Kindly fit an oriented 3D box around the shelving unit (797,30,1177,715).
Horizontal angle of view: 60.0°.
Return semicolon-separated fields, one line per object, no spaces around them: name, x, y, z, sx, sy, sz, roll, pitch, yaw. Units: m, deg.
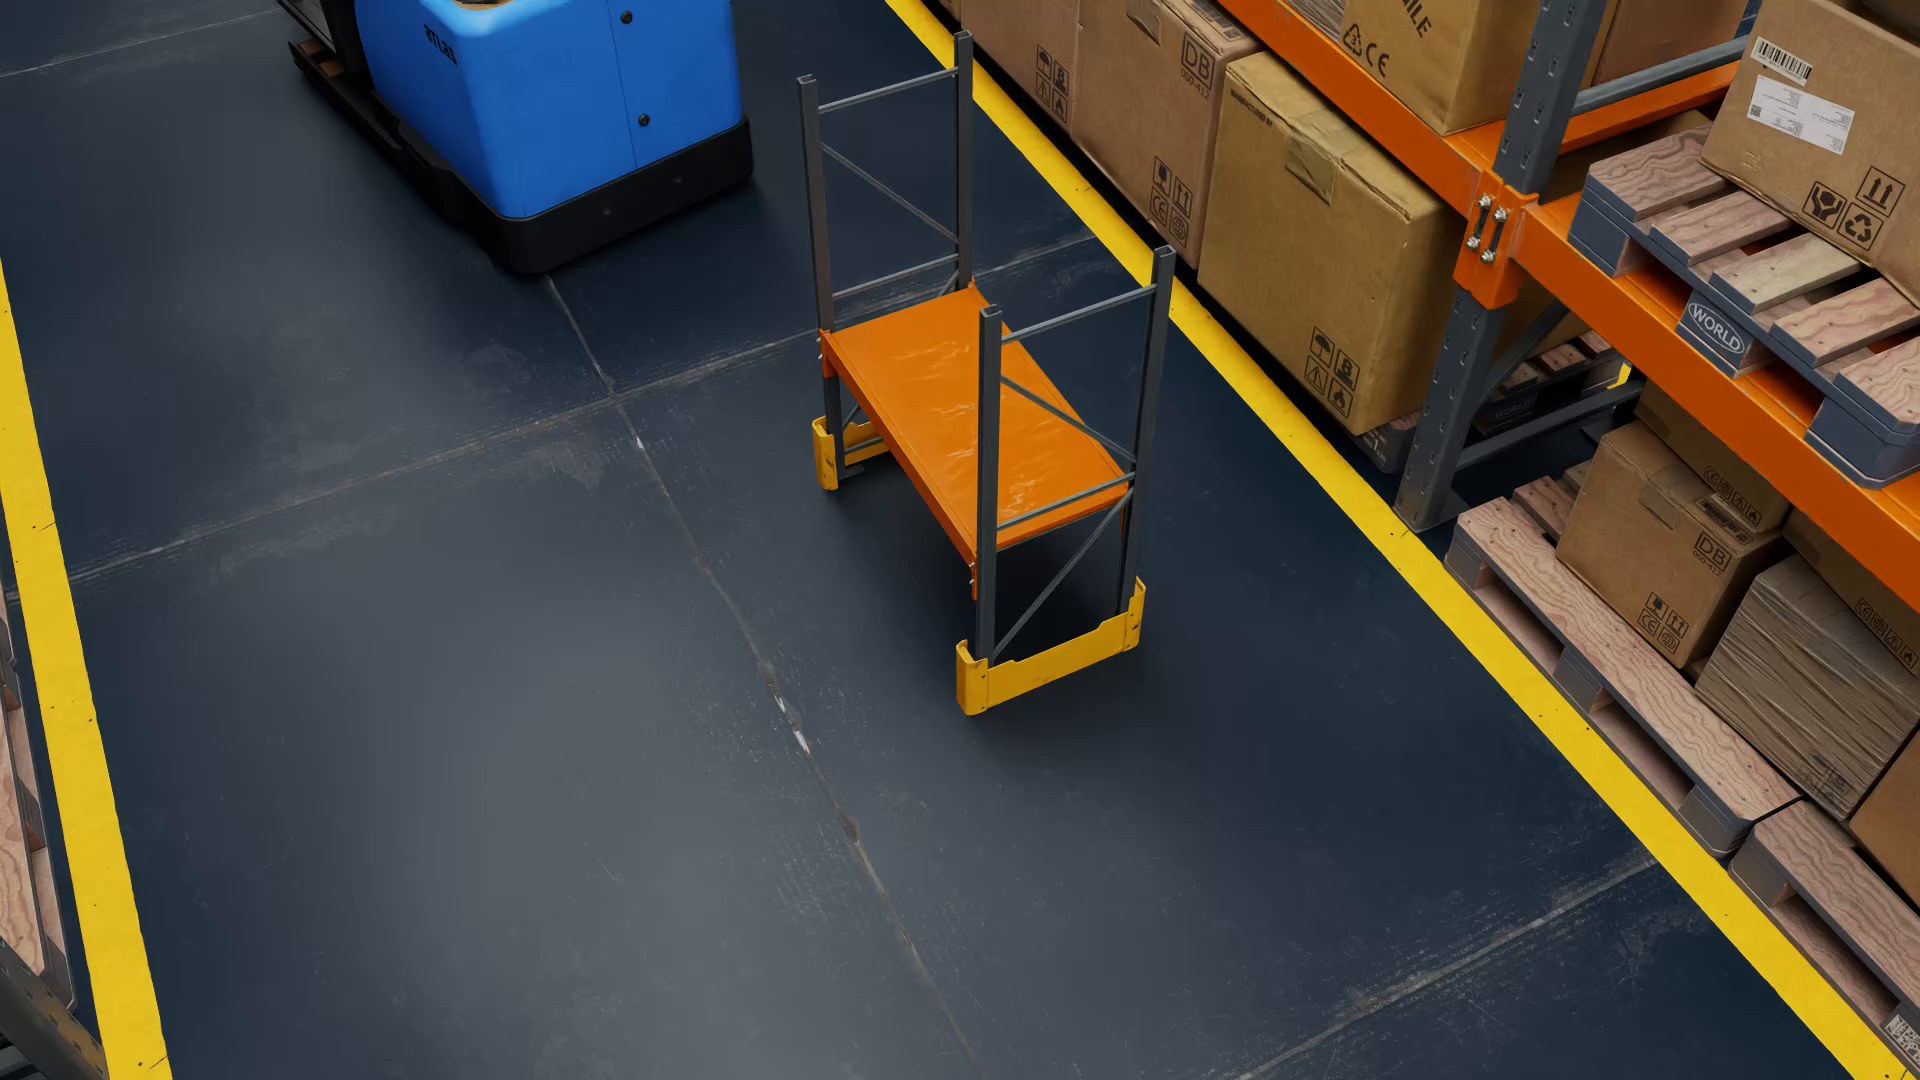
shelving unit;0.035;-0.443;4.641;0.587;1.500;1.083;-21;52;-18

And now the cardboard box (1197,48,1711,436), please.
cardboard box;1.559;-1.121;5.370;1.225;0.875;0.875;-23;53;-19

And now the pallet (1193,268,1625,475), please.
pallet;1.562;-0.849;5.852;1.003;0.211;1.213;-21;52;-18

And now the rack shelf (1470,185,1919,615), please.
rack shelf;2.771;0.362;3.418;1.077;0.370;4.000;-21;52;-18

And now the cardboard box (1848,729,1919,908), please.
cardboard box;2.711;0.650;4.057;0.700;0.500;0.500;-17;51;-15

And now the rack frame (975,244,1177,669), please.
rack frame;0.272;-0.096;4.338;0.500;1.500;0.032;-21;52;-18

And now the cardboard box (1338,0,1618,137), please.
cardboard box;1.410;-1.491;4.495;0.500;0.500;0.500;-20;52;-16

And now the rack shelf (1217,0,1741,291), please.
rack shelf;0.941;-2.315;5.760;1.077;0.370;4.000;-21;52;-18

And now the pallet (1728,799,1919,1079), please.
pallet;2.767;1.044;4.197;1.003;0.211;1.213;-21;52;-18

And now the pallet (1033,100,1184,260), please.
pallet;1.008;-1.664;6.565;1.003;0.211;1.213;-21;52;-18

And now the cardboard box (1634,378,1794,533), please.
cardboard box;2.189;-0.344;4.428;0.500;0.250;0.500;-19;52;-16

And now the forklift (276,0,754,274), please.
forklift;-2.111;-2.976;5.906;1.130;2.935;3.031;-31;56;-24

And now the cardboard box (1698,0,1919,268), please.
cardboard box;2.139;-1.037;3.819;0.500;0.500;0.500;-27;54;-22

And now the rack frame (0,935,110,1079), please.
rack frame;-2.548;0.493;2.826;1.000;3.000;0.127;-21;52;-18

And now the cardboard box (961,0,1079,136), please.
cardboard box;0.746;-2.310;6.410;1.225;0.875;0.875;-23;53;-19

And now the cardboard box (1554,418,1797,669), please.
cardboard box;2.180;-0.094;4.707;0.700;0.500;0.500;-24;53;-19

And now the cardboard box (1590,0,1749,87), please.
cardboard box;1.876;-1.665;4.647;0.500;0.500;0.500;-20;52;-16

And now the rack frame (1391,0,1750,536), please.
rack frame;1.856;-1.213;4.318;1.000;3.000;0.127;-21;52;-18

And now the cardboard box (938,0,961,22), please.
cardboard box;0.336;-2.908;6.933;1.225;0.875;0.875;-21;52;-17

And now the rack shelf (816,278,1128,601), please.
rack shelf;0.039;-0.318;4.771;0.538;0.185;1.000;-21;52;-18

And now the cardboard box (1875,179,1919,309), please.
cardboard box;2.483;-0.698;3.522;0.700;0.500;0.500;-14;50;-12

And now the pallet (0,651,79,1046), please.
pallet;-2.946;0.898;4.325;1.003;0.211;1.213;-21;52;-18

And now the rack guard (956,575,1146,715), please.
rack guard;0.263;0.302;4.820;0.587;0.250;0.087;-21;52;-18

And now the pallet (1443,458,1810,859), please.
pallet;2.212;0.228;4.910;1.003;0.211;1.213;-21;52;-18

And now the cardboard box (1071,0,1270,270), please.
cardboard box;1.158;-1.720;5.894;1.225;0.875;0.875;-21;52;-17

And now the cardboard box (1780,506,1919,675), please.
cardboard box;2.441;0.008;4.121;0.500;0.250;0.500;-16;51;-13

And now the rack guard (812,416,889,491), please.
rack guard;-0.193;-0.365;5.403;0.587;0.250;0.087;-21;52;-18

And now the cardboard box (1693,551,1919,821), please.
cardboard box;2.446;0.273;4.387;0.700;0.500;0.500;-25;53;-20

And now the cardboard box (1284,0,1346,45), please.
cardboard box;1.187;-1.827;4.789;0.500;0.500;0.500;-22;52;-18

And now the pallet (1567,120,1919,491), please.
pallet;2.277;-0.710;4.005;1.213;0.211;1.003;-21;52;-18

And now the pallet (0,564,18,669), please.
pallet;-3.500;0.082;5.038;1.003;0.211;1.213;-21;52;-18

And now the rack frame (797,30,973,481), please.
rack frame;-0.194;-0.777;4.933;0.500;1.500;0.032;-21;52;-18
